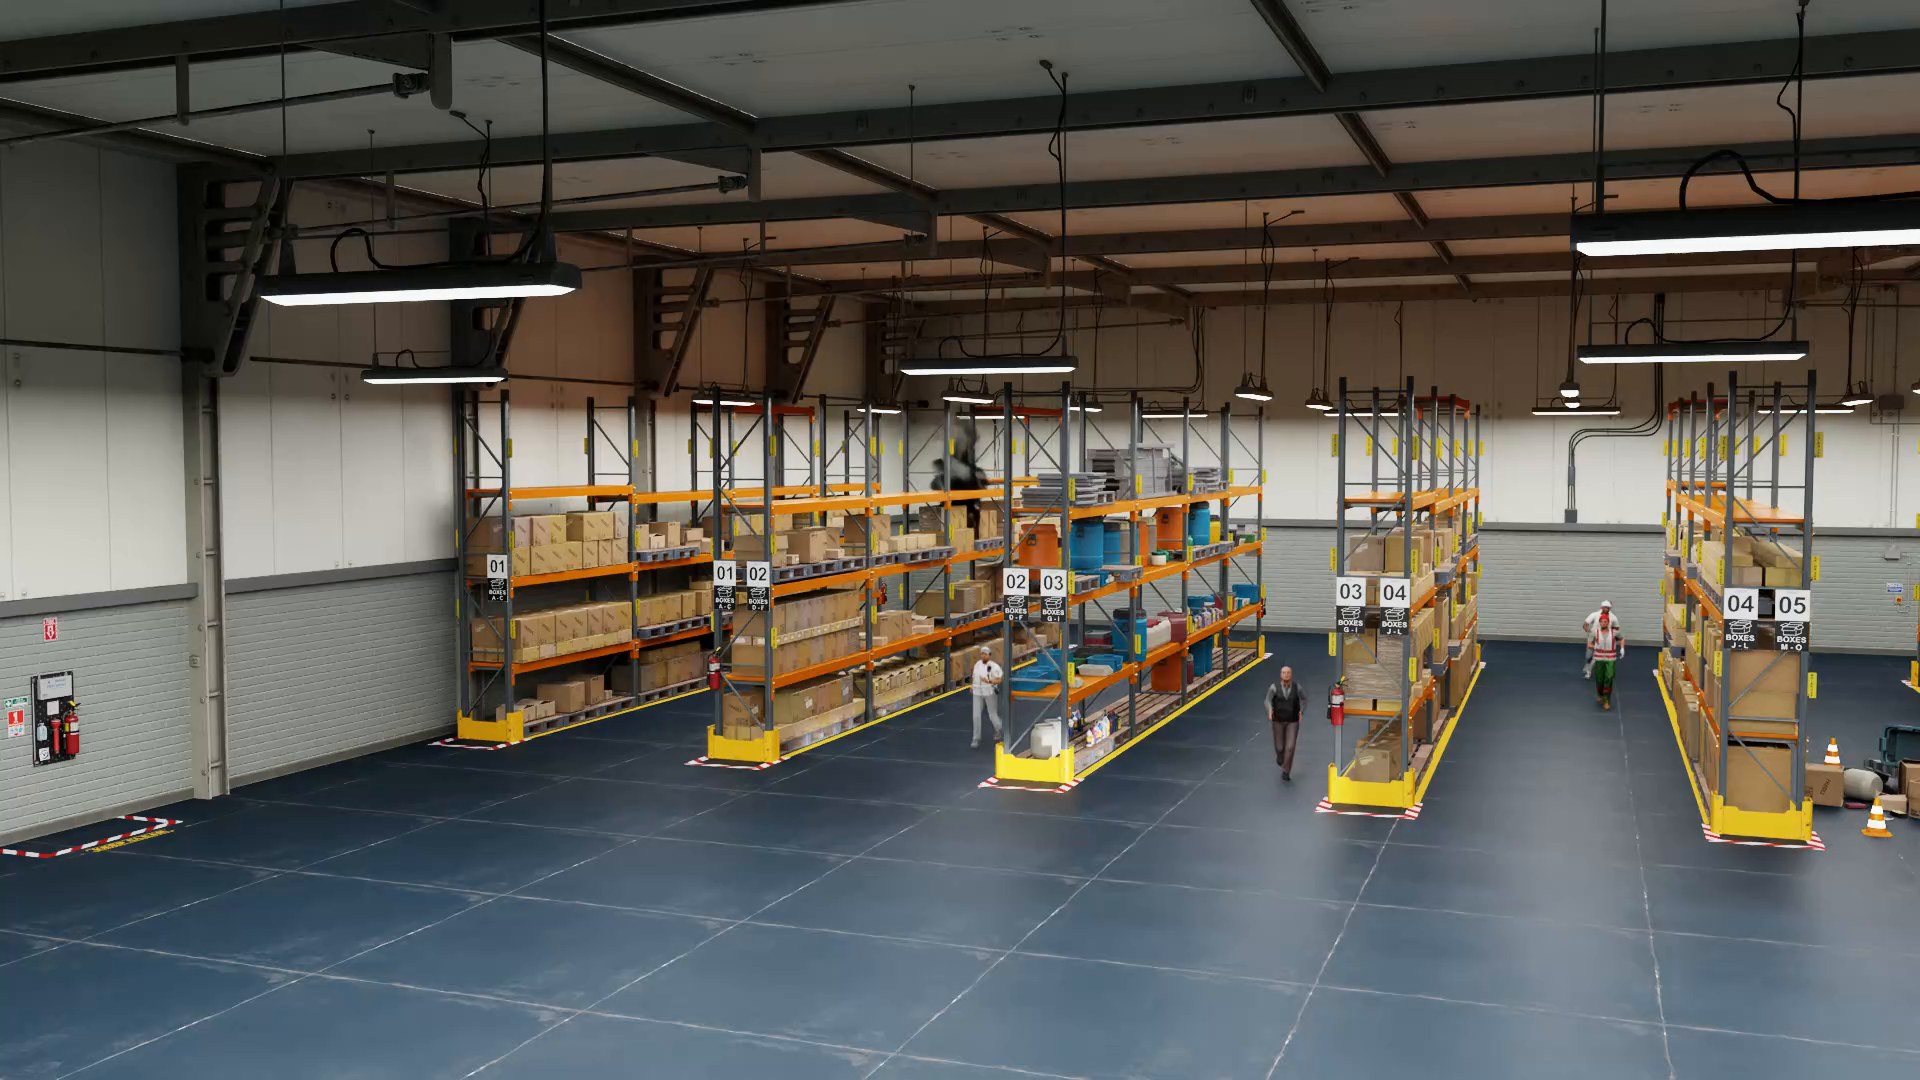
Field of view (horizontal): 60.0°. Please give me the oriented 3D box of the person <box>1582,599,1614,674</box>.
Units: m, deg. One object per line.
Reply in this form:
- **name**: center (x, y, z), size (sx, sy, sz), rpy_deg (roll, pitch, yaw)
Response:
- **person**: center (14.286, 2.134, 36.931), size (0.900, 1.681, 0.599), rpy_deg (-3, 4, -39)

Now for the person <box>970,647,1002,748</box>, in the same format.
- **person**: center (0.432, 2.614, 27.973), size (0.608, 1.650, 0.943), rpy_deg (1, 3, 21)

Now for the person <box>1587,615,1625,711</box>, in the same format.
- **person**: center (12.430, 2.329, 32.042), size (0.670, 1.775, 0.992), rpy_deg (1, 3, 25)

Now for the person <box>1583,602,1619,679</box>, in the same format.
- **person**: center (13.966, 2.169, 36.234), size (0.732, 1.689, 0.794), rpy_deg (1, 3, 21)

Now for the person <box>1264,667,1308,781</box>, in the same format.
- **person**: center (4.968, 2.775, 25.340), size (0.663, 1.700, 0.756), rpy_deg (1, 3, 11)
